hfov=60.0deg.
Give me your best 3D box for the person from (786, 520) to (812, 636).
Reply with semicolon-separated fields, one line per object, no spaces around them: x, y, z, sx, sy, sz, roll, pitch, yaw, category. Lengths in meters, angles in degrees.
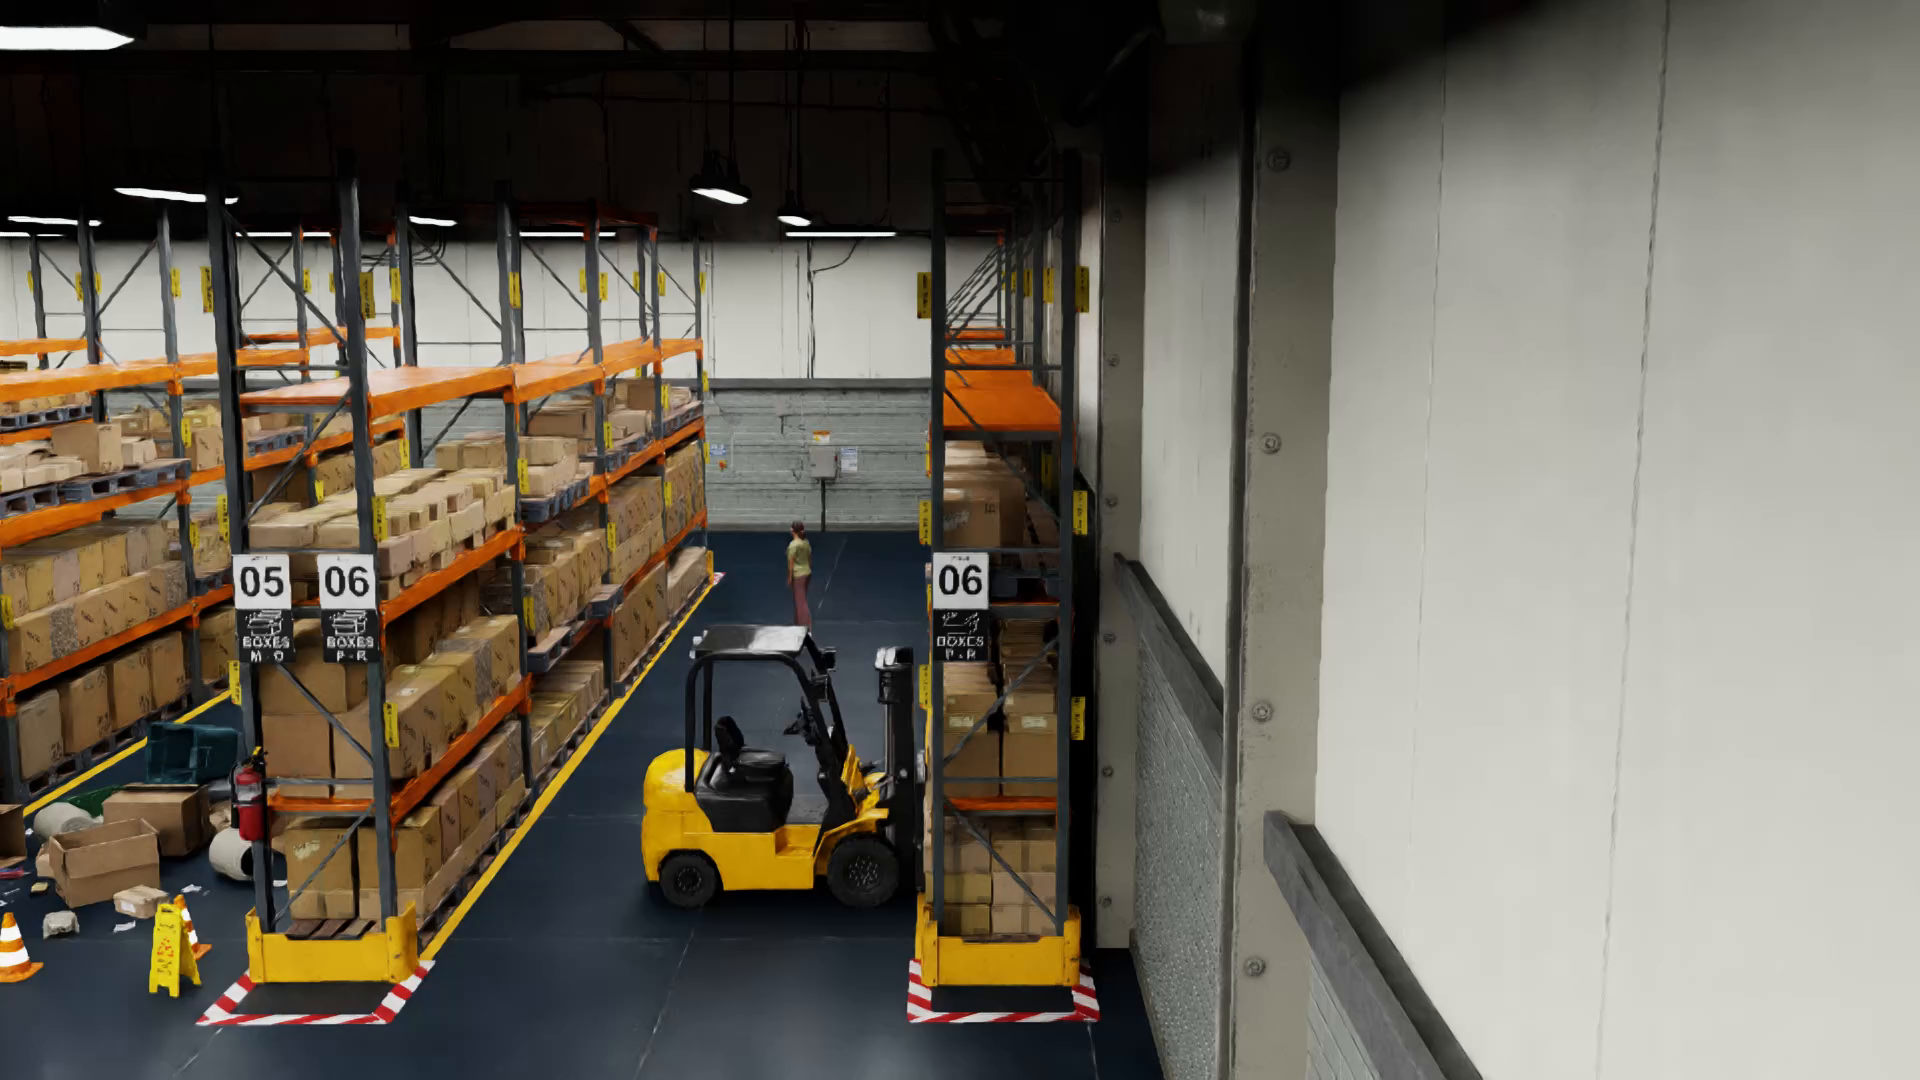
-2.335;0.530;23.815;0.580;1.663;0.571;4;10;23;person
